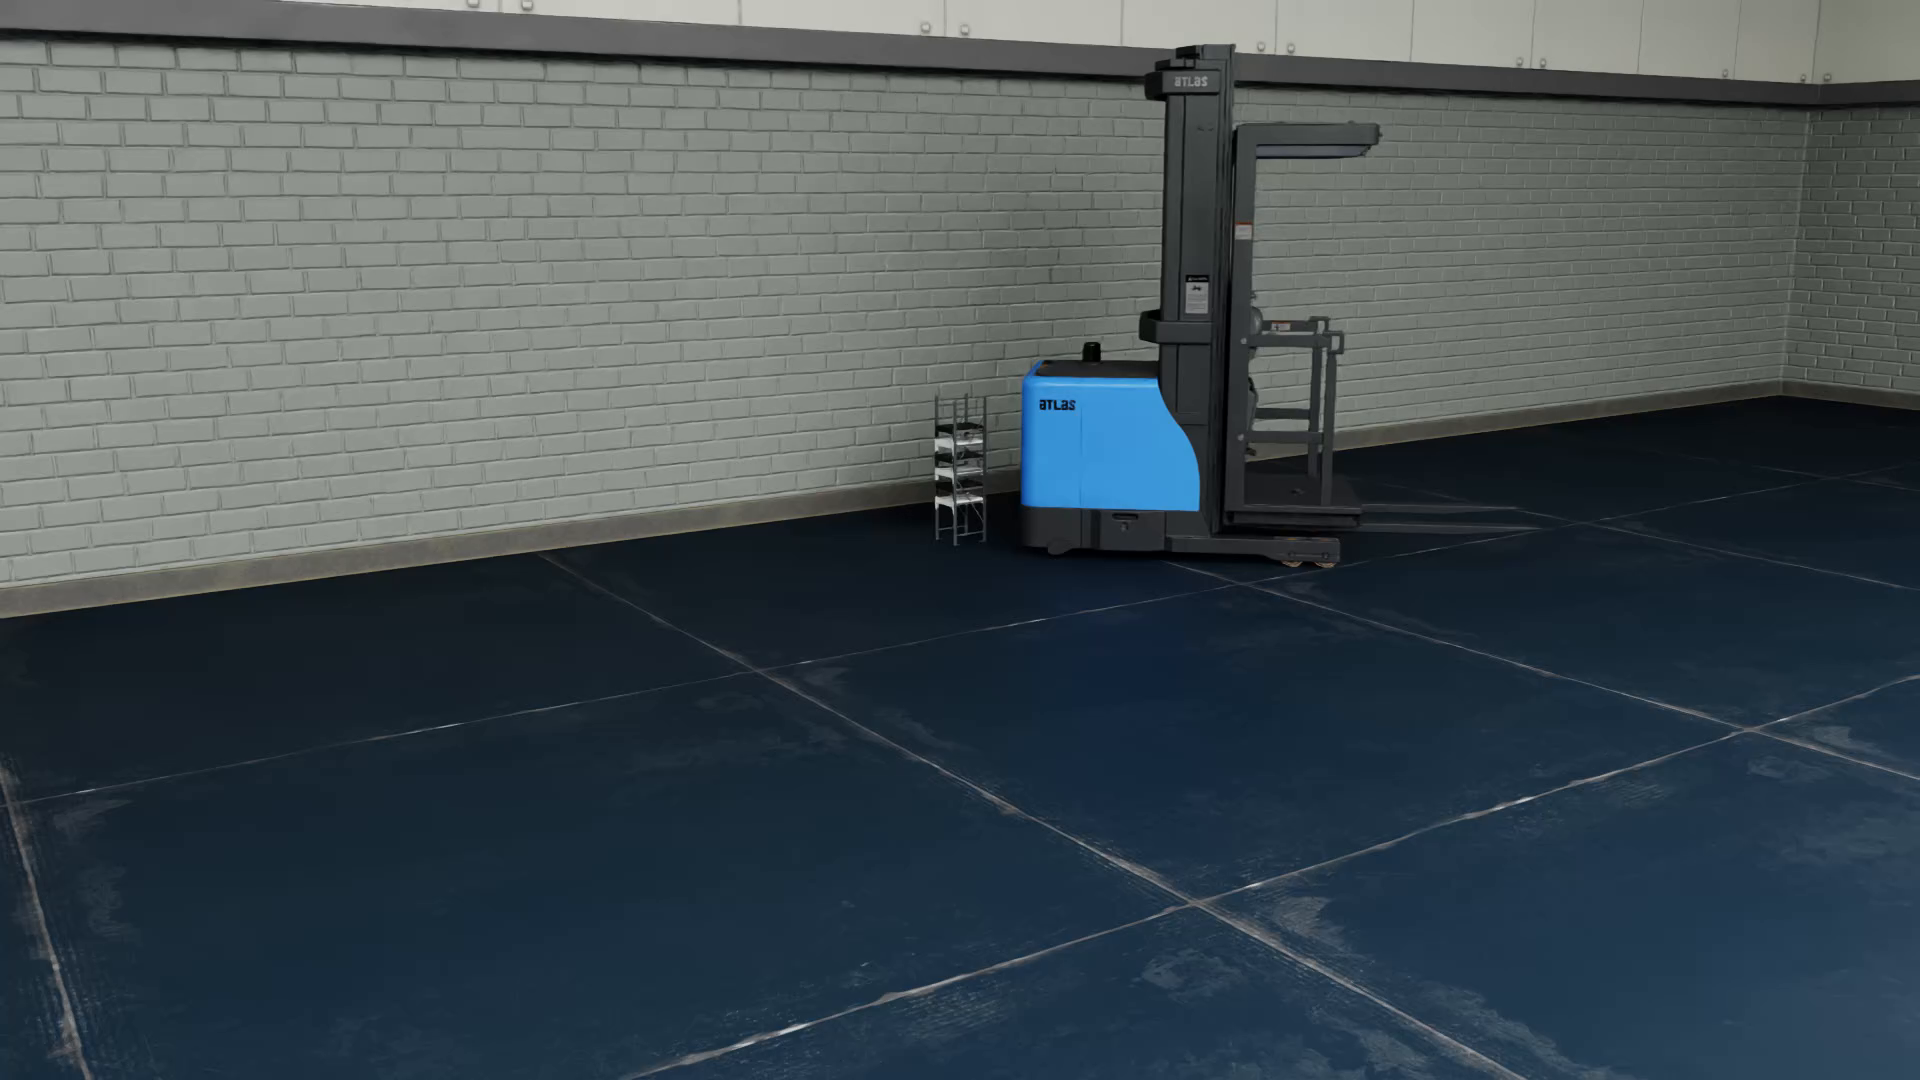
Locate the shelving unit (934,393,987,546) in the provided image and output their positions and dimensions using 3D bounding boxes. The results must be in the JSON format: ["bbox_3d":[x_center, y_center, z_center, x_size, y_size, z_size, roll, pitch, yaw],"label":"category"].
[{"bbox_3d":[0.004,-0.438,10.259,0.258,0.900,0.210,-8,15,-33],"label":"shelving unit"}]

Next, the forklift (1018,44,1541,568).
[{"bbox_3d":[1.905,-1.391,9.864,3.031,2.935,1.130,2,12,7],"label":"forklift"}]

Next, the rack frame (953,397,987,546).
[{"bbox_3d":[0.061,-0.420,10.176,0.240,0.900,0.006,-8,15,-33],"label":"rack frame"}]

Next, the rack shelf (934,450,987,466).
[{"bbox_3d":[0.004,-0.494,10.247,0.258,0.077,0.200,-8,15,-33],"label":"rack shelf"}]

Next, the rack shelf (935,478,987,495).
[{"bbox_3d":[0.004,-0.318,10.285,0.258,0.077,0.200,-8,15,-33],"label":"rack shelf"}]

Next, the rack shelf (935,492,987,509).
[{"bbox_3d":[0.004,-0.230,10.305,0.258,0.077,0.200,-8,15,-33],"label":"rack shelf"}]

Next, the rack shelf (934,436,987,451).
[{"bbox_3d":[0.004,-0.581,10.228,0.258,0.077,0.200,-8,15,-33],"label":"rack shelf"}]

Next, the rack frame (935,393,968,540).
[{"bbox_3d":[-0.052,-0.456,10.342,0.240,0.900,0.006,-8,15,-33],"label":"rack frame"}]

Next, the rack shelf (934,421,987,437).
[{"bbox_3d":[0.004,-0.669,10.208,0.258,0.077,0.200,-8,15,-33],"label":"rack shelf"}]

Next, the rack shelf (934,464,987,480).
[{"bbox_3d":[0.004,-0.406,10.266,0.258,0.077,0.200,-8,15,-33],"label":"rack shelf"}]
